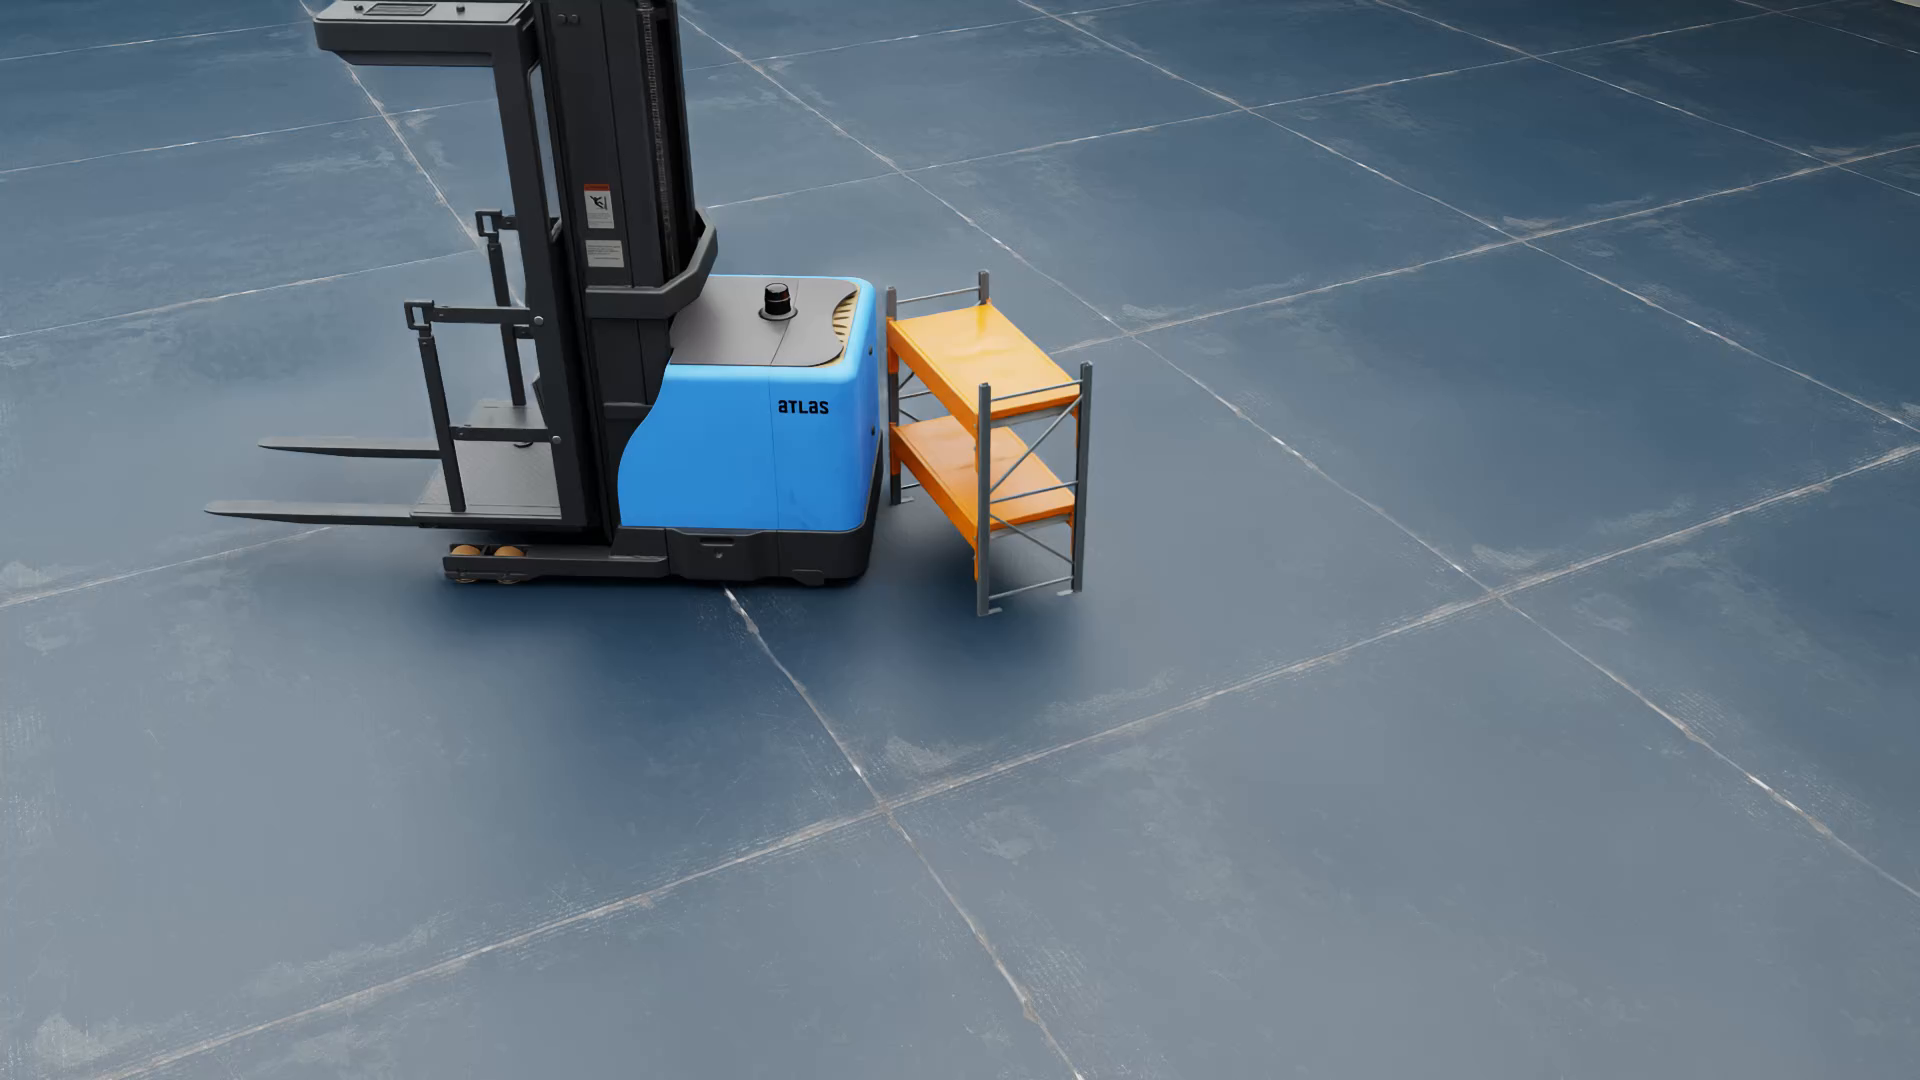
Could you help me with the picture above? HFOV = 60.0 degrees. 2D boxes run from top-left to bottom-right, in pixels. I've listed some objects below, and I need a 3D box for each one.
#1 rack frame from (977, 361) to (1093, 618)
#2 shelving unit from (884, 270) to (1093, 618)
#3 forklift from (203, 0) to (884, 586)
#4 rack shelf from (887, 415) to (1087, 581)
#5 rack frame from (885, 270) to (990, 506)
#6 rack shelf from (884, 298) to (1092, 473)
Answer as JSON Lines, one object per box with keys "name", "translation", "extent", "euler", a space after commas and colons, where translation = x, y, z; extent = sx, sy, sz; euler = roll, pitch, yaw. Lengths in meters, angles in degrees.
{"name": "rack frame", "translation": [0.308, -0.197, 7.015], "extent": [0.500, 1.125, 0.032], "euler": [-13, 35, -20]}
{"name": "shelving unit", "translation": [0.104, -0.448, 7.407], "extent": [0.538, 1.125, 1.048], "euler": [-13, 35, -20]}
{"name": "forklift", "translation": [-1.908, -1.321, 7.094], "extent": [3.031, 2.935, 1.130], "euler": [1, 33, 2]}
{"name": "rack shelf", "translation": [0.104, -0.242, 7.539], "extent": [0.538, 0.278, 1.000], "euler": [-13, 35, -20]}
{"name": "rack frame", "translation": [-0.100, -0.699, 7.799], "extent": [0.500, 1.125, 0.032], "euler": [-13, 35, -20]}
{"name": "rack shelf", "translation": [0.104, -0.695, 7.249], "extent": [0.538, 0.278, 1.000], "euler": [-13, 35, -20]}
